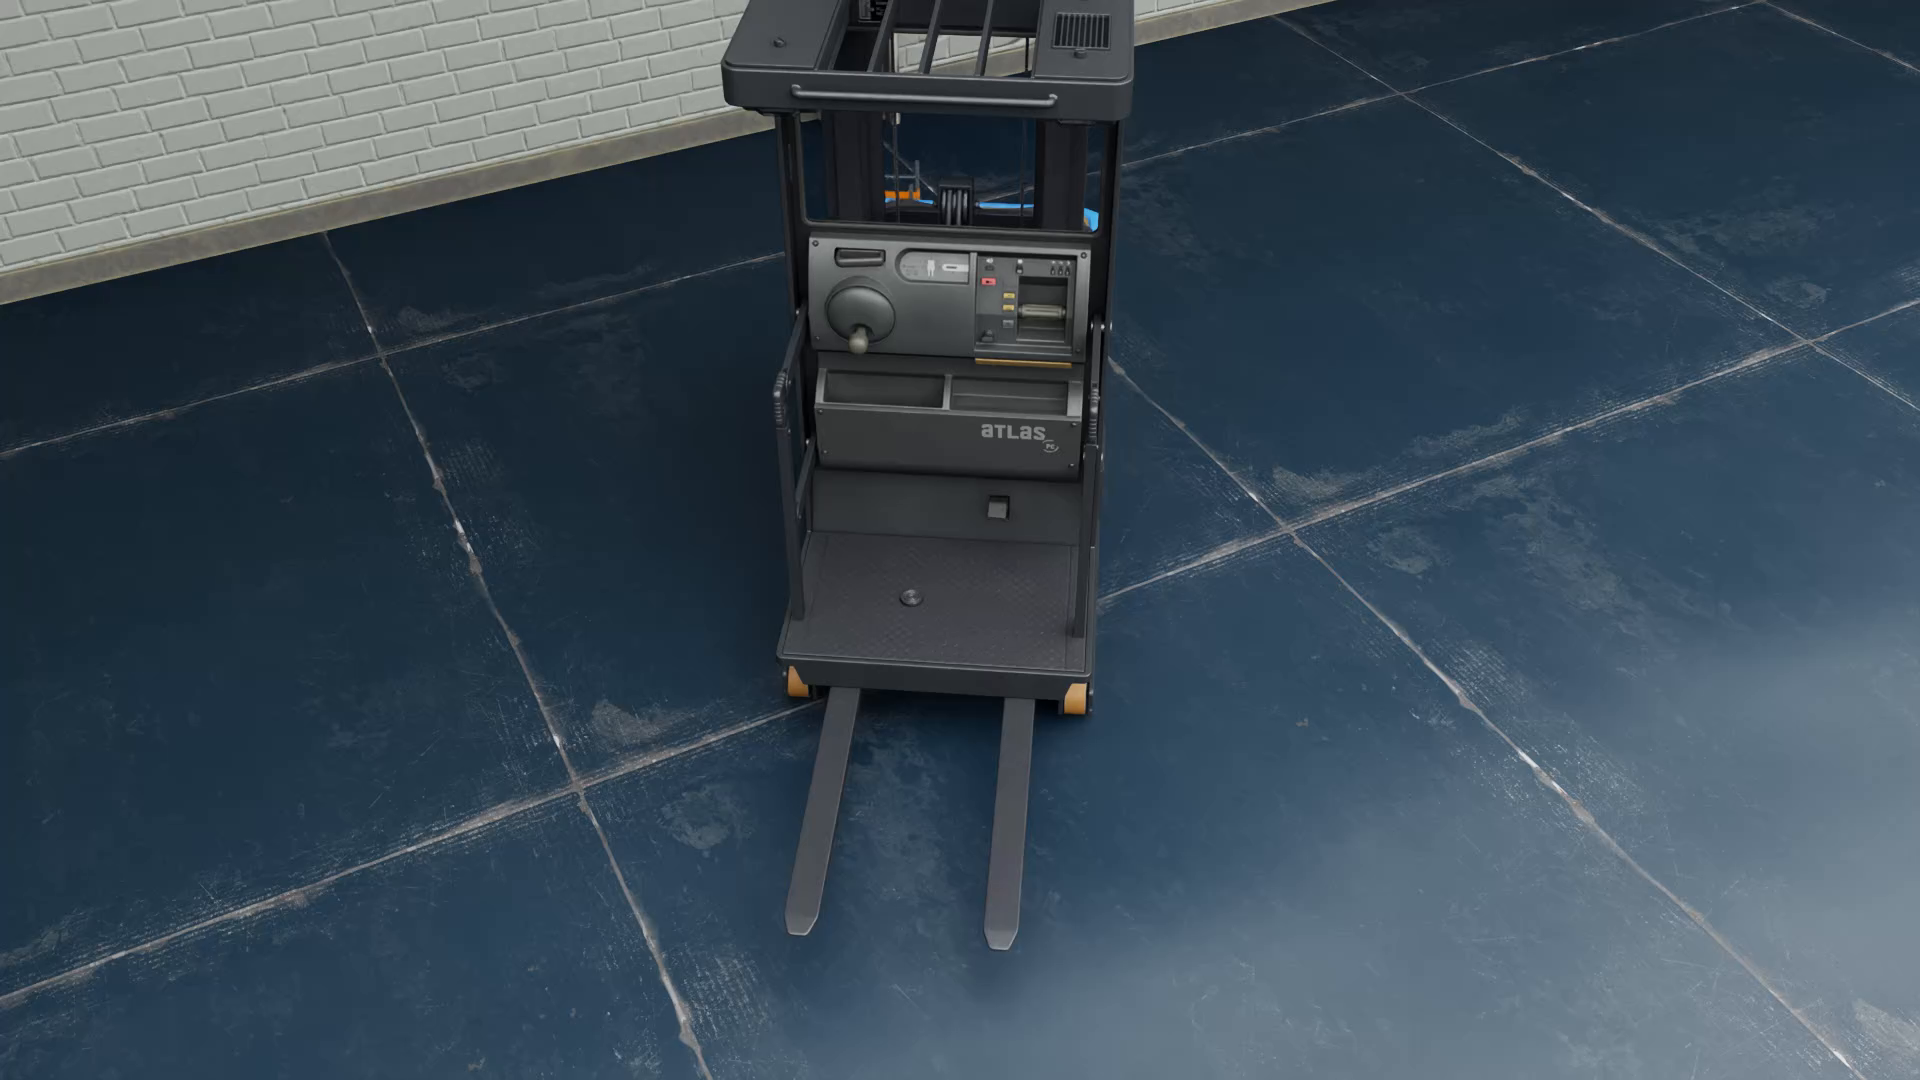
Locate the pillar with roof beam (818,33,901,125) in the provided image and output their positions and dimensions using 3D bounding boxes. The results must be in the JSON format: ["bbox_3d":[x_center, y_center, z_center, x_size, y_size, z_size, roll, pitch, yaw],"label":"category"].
[{"bbox_3d":[1.401,-3.404,3.806,0.400,9.000,9.100,-19,44,-21],"label":"pillar with roof beam"}]

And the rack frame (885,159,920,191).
[{"bbox_3d":[-0.275,-1.186,7.340,0.200,1.050,0.008,3,36,4],"label":"rack frame"}]

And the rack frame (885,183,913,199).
[{"bbox_3d":[-0.295,-1.044,7.143,0.200,1.050,0.008,3,36,4],"label":"rack frame"}]

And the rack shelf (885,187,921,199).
[{"bbox_3d":[-0.283,-1.337,7.082,0.215,0.259,0.240,3,36,4],"label":"rack shelf"}]

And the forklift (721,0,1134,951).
[{"bbox_3d":[-0.054,-0.718,5.330,1.130,2.935,3.031,3,40,4],"label":"forklift"}]

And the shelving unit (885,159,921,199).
[{"bbox_3d":[-0.285,-1.115,7.241,0.215,1.050,0.252,3,36,4],"label":"shelving unit"}]
